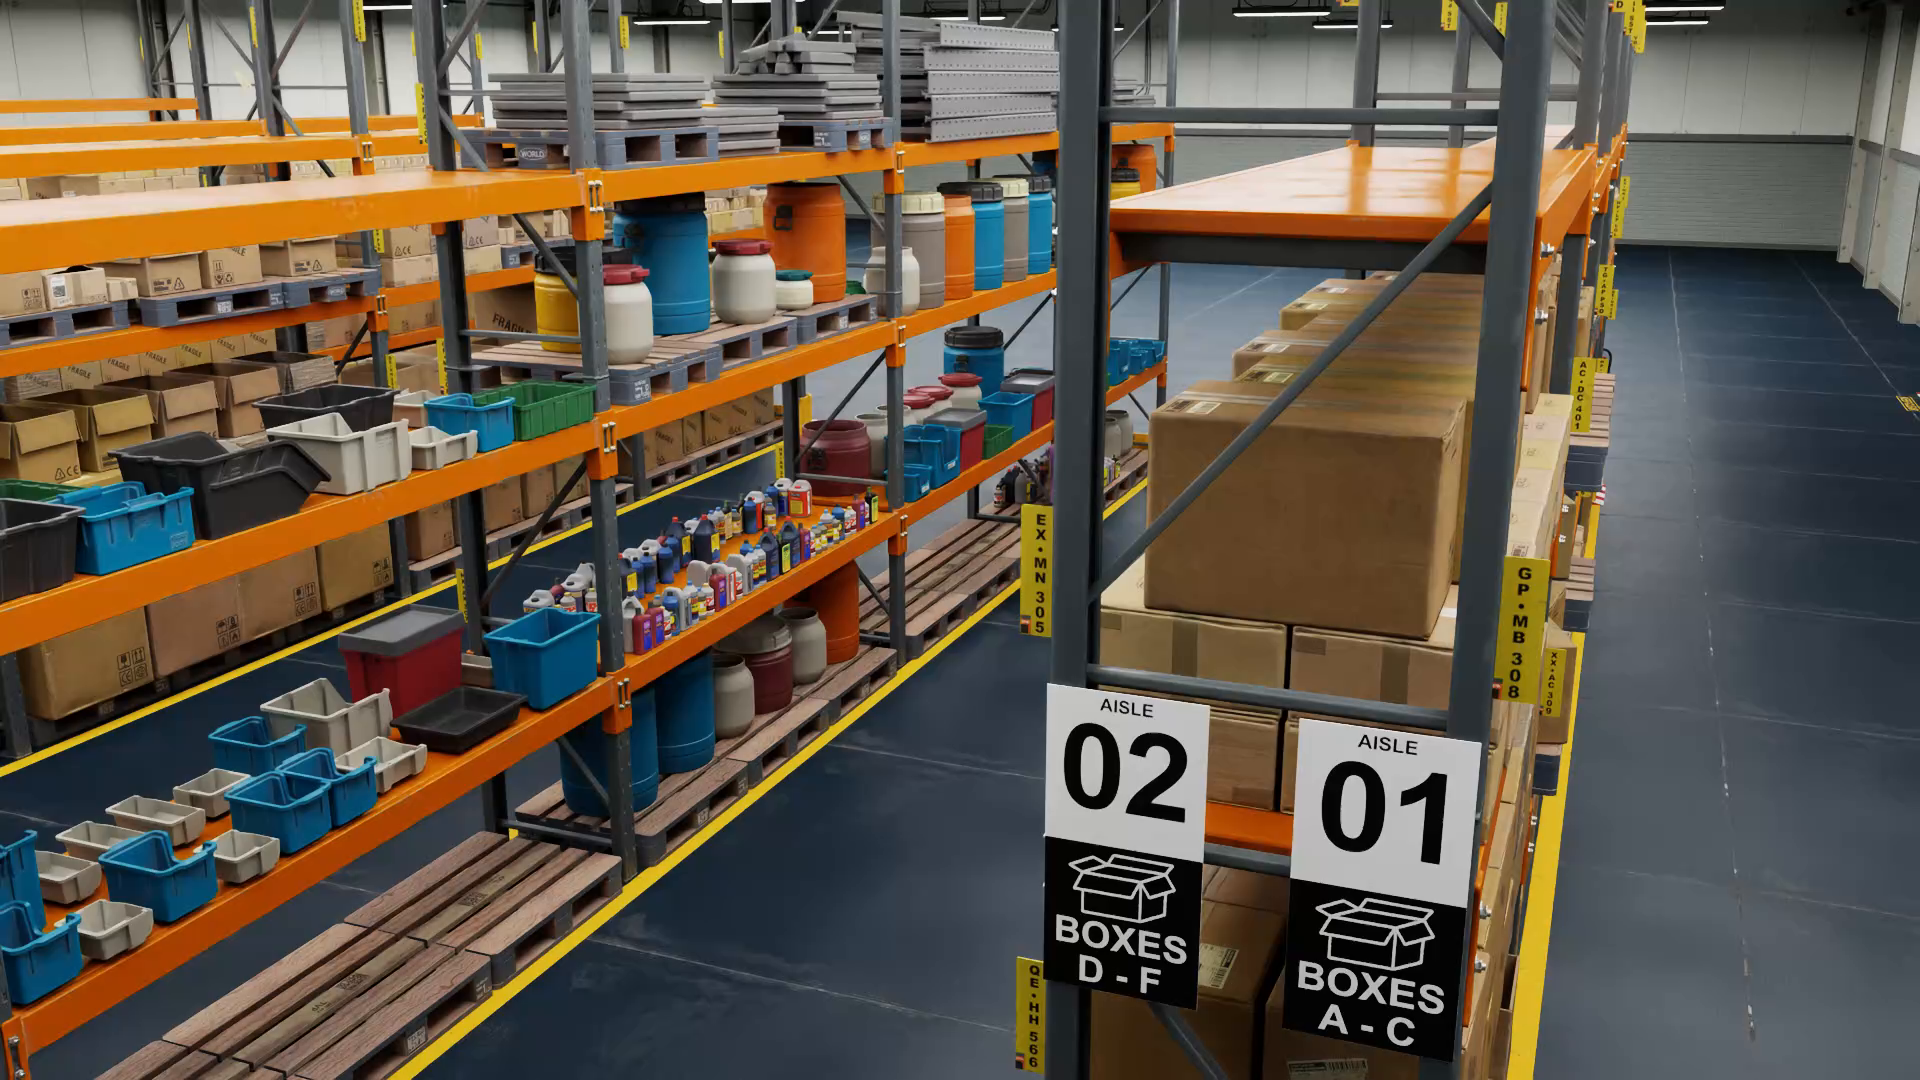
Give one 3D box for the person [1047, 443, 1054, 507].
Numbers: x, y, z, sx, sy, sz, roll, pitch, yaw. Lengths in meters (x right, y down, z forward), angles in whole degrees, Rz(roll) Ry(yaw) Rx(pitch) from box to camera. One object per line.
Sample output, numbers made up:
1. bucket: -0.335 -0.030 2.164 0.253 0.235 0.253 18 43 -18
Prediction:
1. person: 0.938 -0.338 15.326 0.621 1.572 0.415 -14 21 -42
